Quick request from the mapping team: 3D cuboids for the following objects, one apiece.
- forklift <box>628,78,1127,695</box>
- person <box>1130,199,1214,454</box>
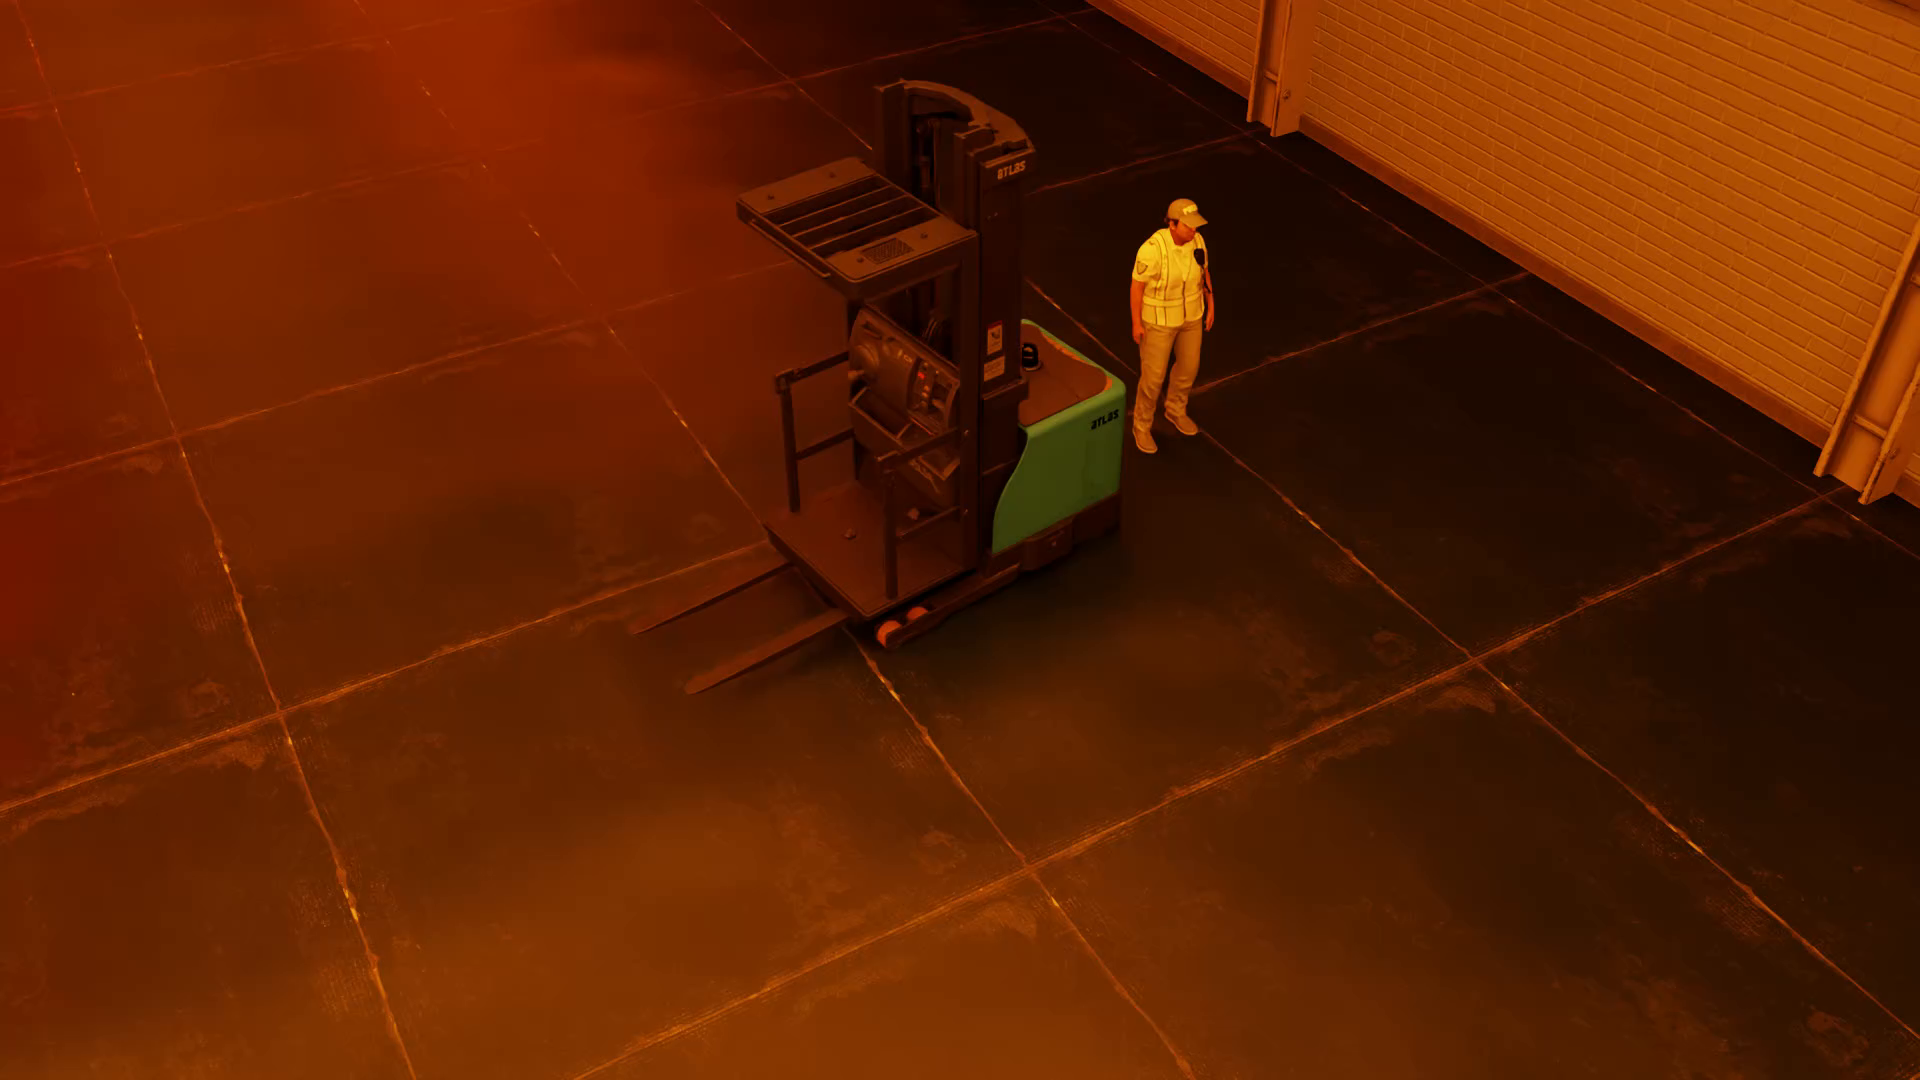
[{"bbox_3d":[-0.478,-0.883,9.101,3.031,2.935,1.130,-26,46,-28],"label":"forklift"},{"bbox_3d":[1.388,-1.406,10.726,0.588,1.664,0.478,-17,43,-20],"label":"person"}]
